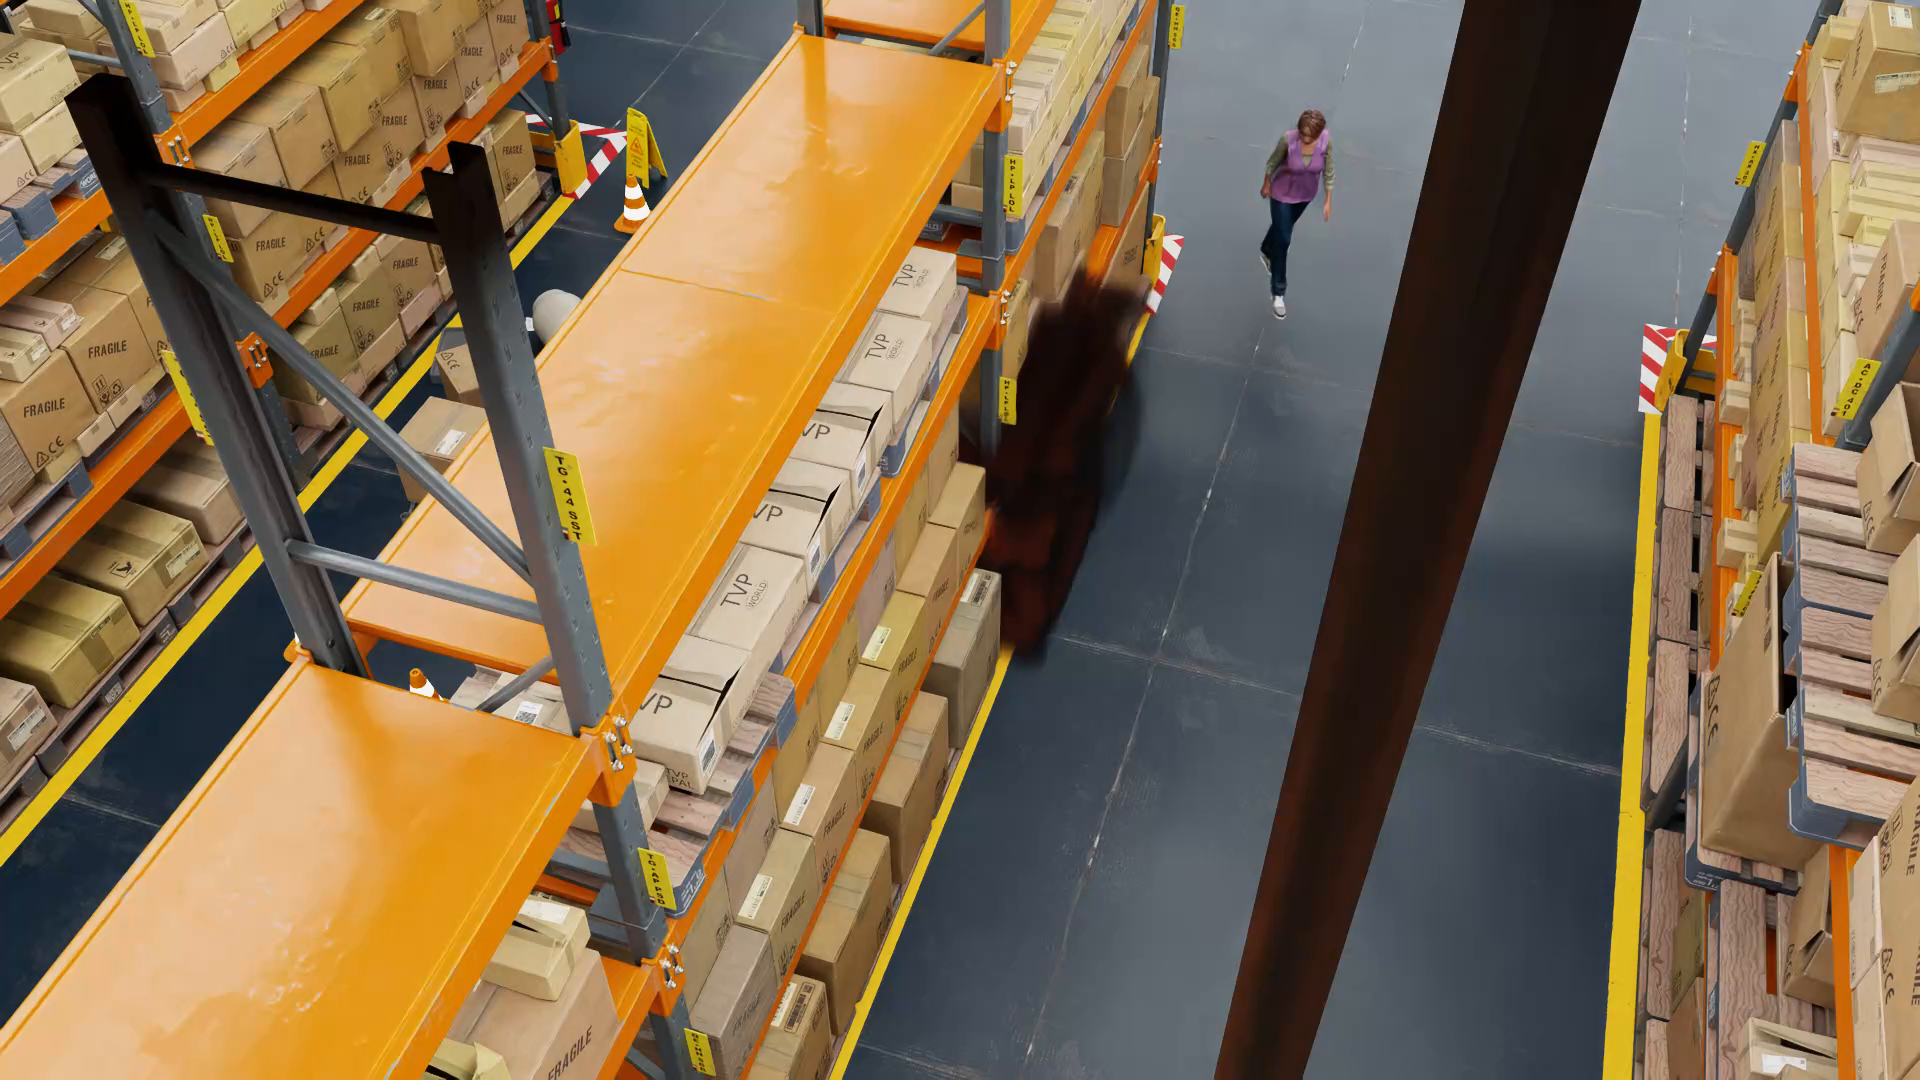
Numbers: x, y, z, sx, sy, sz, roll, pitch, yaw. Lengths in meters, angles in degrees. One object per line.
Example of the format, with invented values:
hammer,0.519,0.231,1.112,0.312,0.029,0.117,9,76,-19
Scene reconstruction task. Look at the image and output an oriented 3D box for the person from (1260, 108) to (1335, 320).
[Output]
person,2.426,-2.478,12.083,0.421,1.614,0.680,-18,48,-16
